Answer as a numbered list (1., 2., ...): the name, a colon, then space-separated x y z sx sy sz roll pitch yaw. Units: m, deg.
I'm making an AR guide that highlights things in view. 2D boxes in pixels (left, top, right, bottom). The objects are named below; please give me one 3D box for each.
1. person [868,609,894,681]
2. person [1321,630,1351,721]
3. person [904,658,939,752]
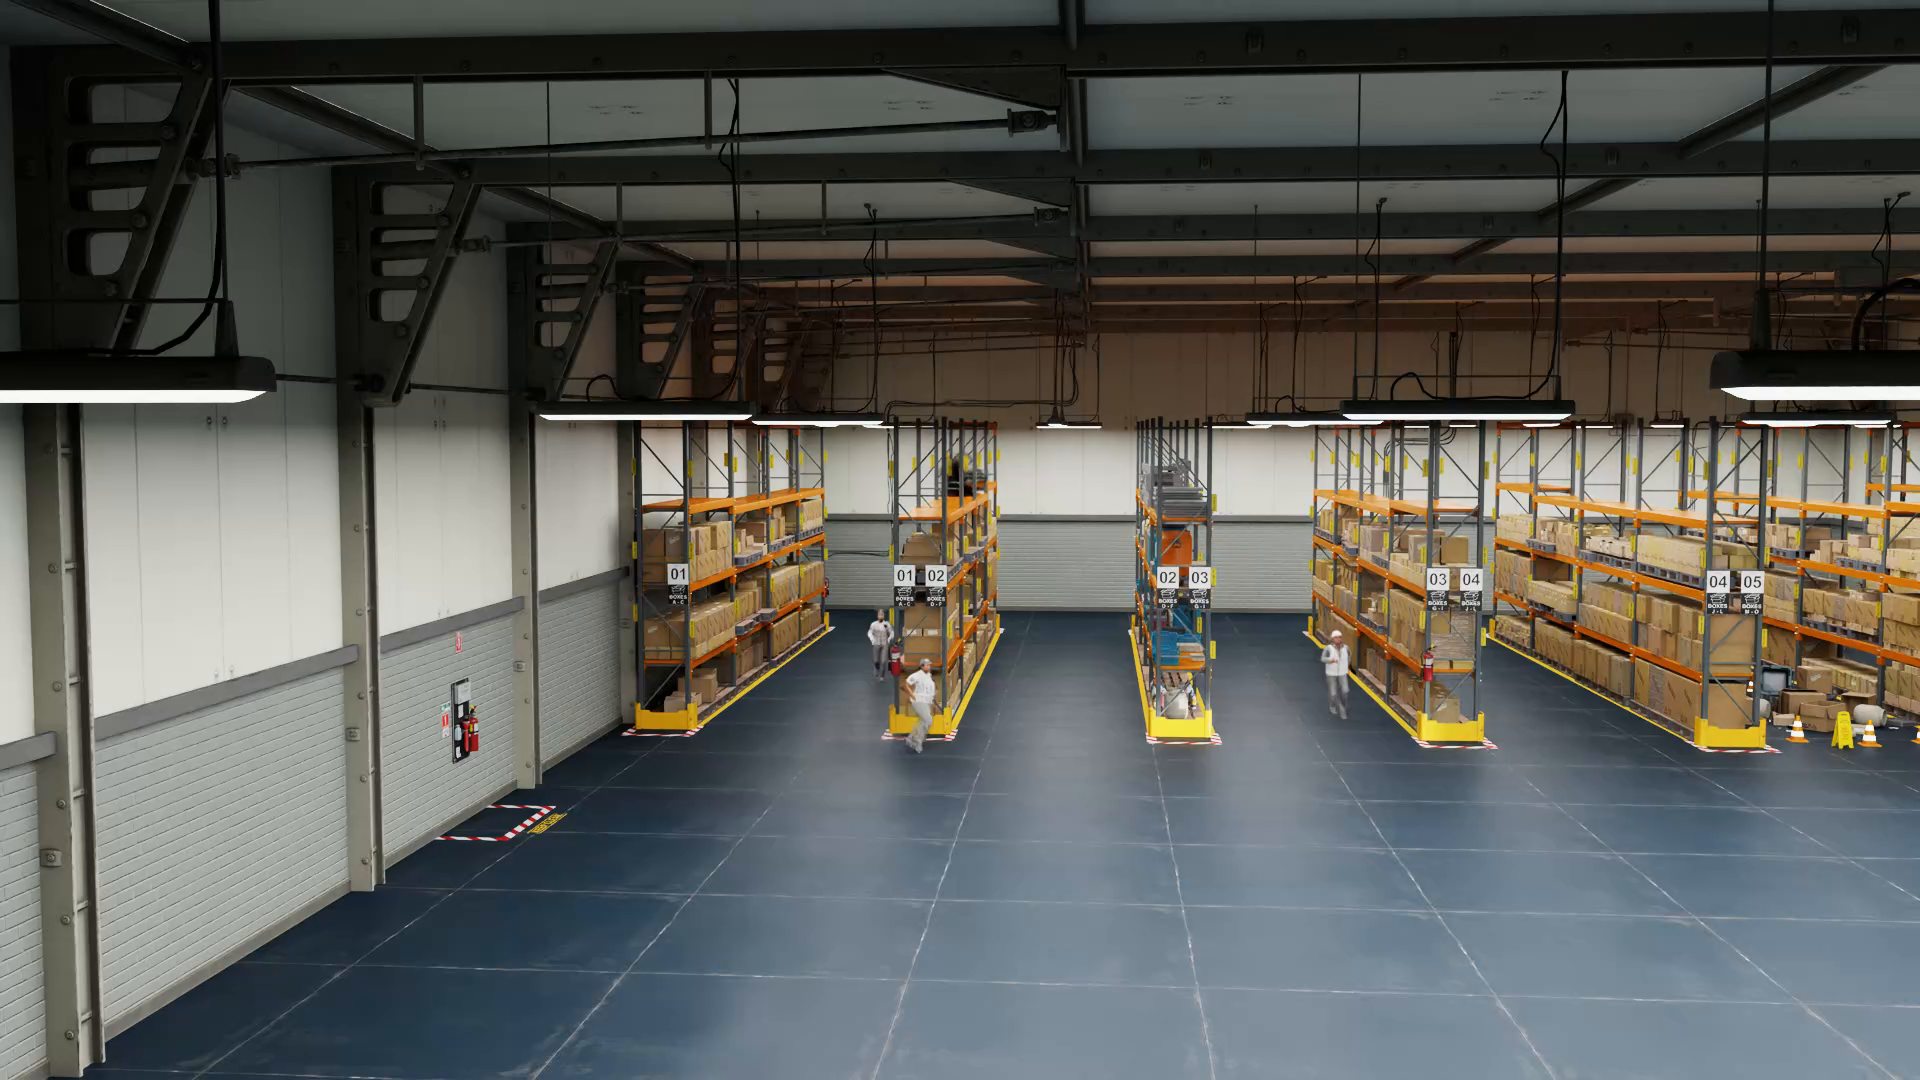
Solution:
1. person: -1.812 2.405 38.175 0.614 1.648 0.571 0 4 -1
2. person: 7.500 2.687 33.141 0.640 1.795 0.777 0 4 4
3. person: -0.679 2.965 29.934 0.628 1.679 0.604 2 4 28
